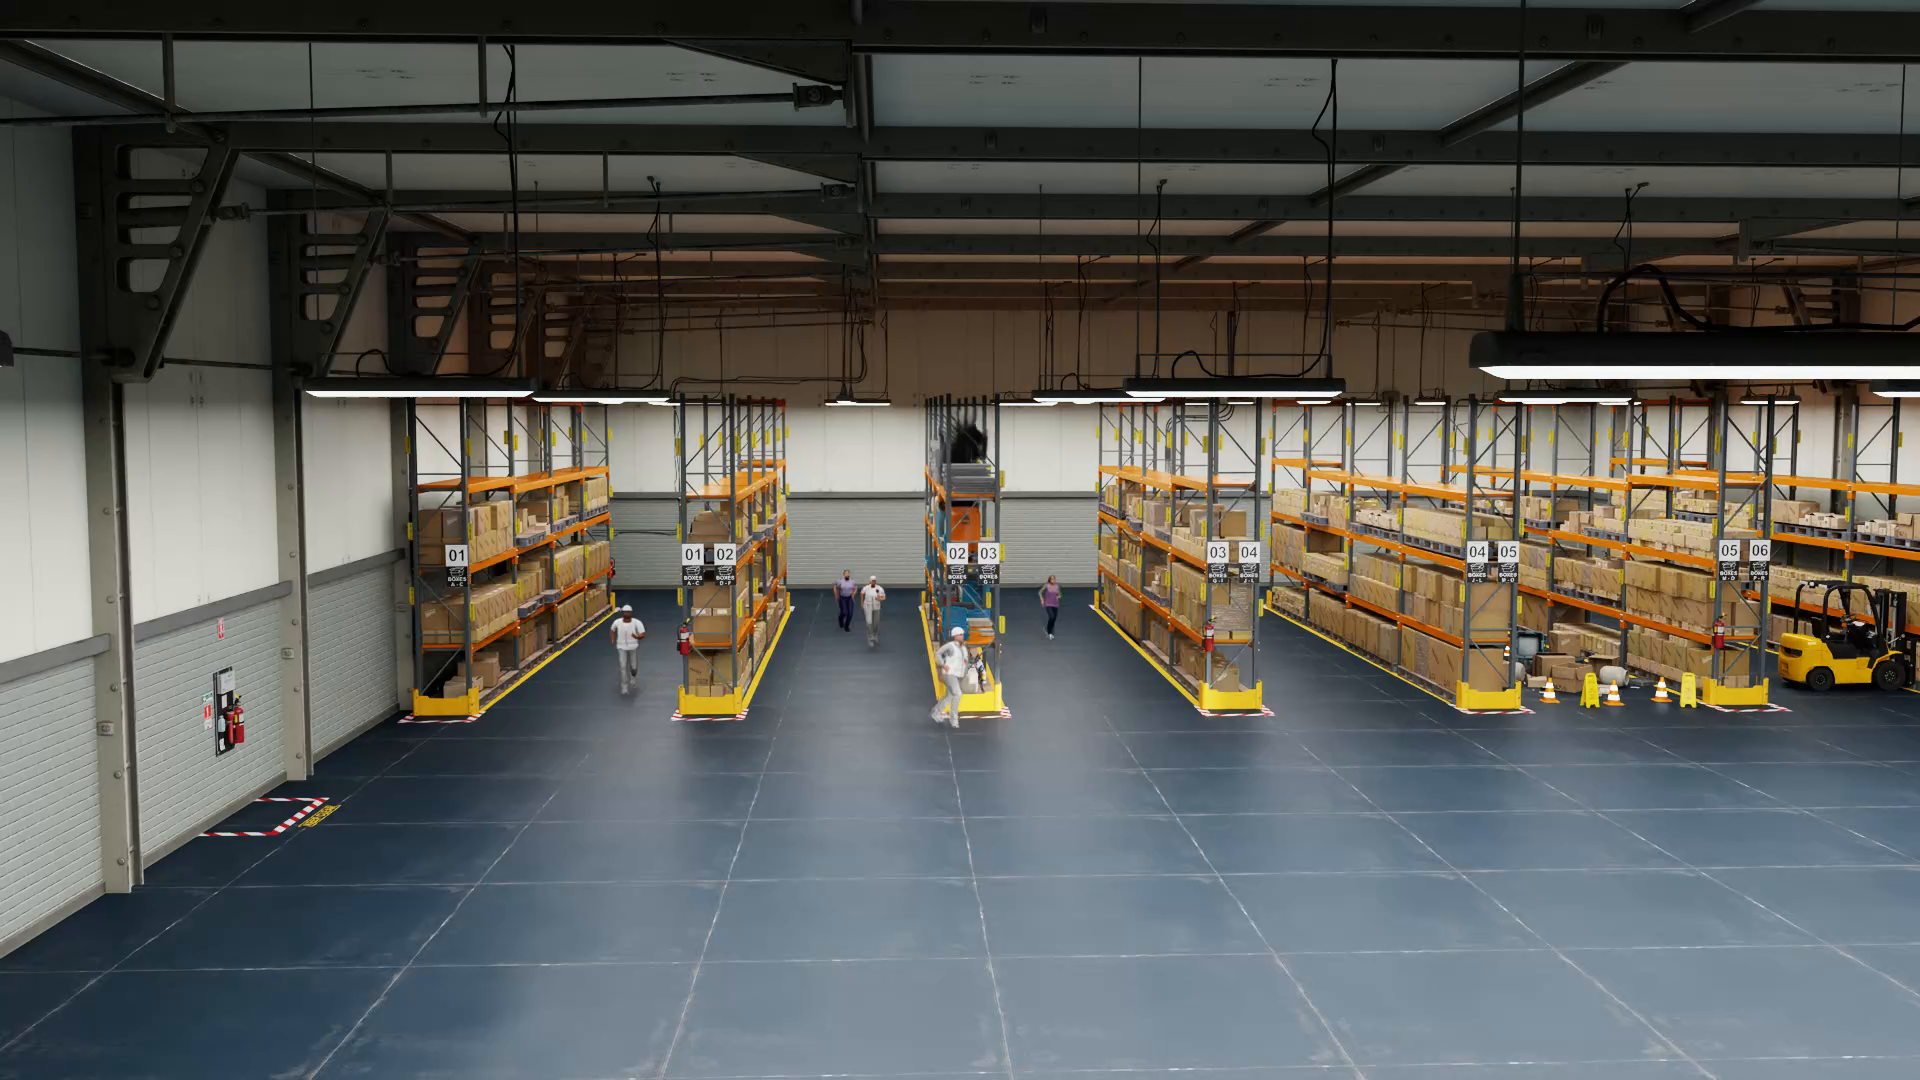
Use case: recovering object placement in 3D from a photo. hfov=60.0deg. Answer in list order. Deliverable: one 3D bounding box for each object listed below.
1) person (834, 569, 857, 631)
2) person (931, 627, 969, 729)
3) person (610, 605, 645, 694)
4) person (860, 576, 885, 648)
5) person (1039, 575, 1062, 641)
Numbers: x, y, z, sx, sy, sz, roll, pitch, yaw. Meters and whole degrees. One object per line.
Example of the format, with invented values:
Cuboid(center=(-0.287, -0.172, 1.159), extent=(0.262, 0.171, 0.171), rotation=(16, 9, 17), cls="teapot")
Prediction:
Cuboid(center=(-2.917, 1.553, 42.720), extent=(0.592, 1.600, 0.583), rotation=(-1, 5, -16), cls="person")
Cuboid(center=(-0.158, 2.481, 30.175), extent=(0.713, 1.814, 0.675), rotation=(3, 5, 32), cls="person")
Cuboid(center=(-6.709, 2.182, 33.545), extent=(0.710, 1.747, 0.968), rotation=(-1, 5, -8), cls="person")
Cuboid(center=(-2.106, 1.705, 40.243), extent=(0.580, 1.711, 0.855), rotation=(-1, 5, -9), cls="person")
Cuboid(center=(2.266, 1.671, 41.185), extent=(0.503, 1.617, 0.682), rotation=(-2, 5, -21), cls="person")
